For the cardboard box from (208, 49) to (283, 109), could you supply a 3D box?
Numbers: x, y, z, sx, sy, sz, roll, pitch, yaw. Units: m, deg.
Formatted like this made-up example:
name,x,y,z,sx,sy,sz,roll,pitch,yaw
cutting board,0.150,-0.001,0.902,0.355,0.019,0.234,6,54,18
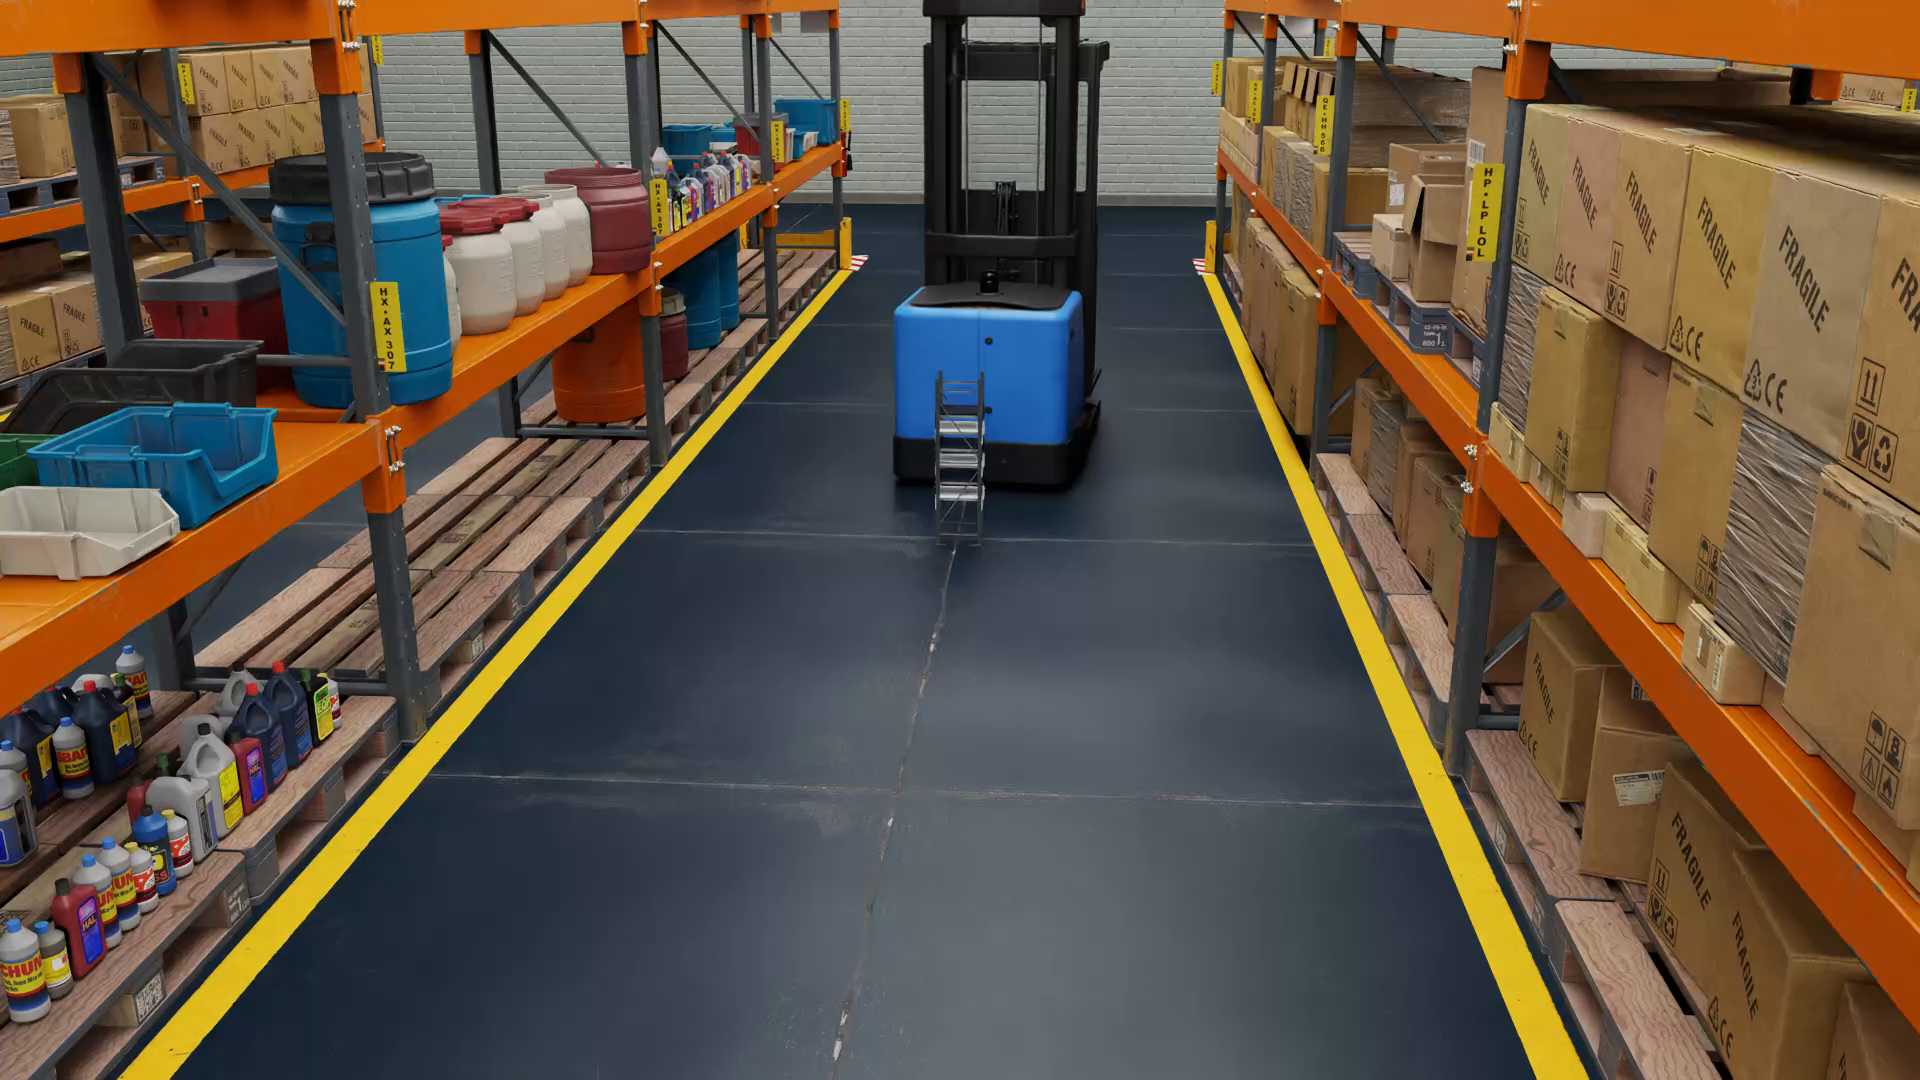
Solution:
name,x,y,z,sx,sy,sz,roll,pitch,yaw
cardboard box,-6.592,-4.232,15.255,0.500,0.500,0.500,1,18,2

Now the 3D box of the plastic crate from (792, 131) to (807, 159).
name,x,y,z,sx,sy,sz,roll,pitch,yaw
plastic crate,-1.645,-3.685,15.526,0.416,0.233,0.300,1,18,4

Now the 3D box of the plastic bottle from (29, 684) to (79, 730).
name,x,y,z,sx,sy,sz,roll,pitch,yaw
plastic bottle,-3.086,0.638,5.706,0.144,0.351,0.185,2,18,5

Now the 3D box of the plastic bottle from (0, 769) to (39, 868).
name,x,y,z,sx,sy,sz,roll,pitch,yaw
plastic bottle,-2.980,0.860,5.149,0.152,0.276,0.135,1,18,4

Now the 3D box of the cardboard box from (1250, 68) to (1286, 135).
name,x,y,z,sx,sy,sz,roll,pitch,yaw
cardboard box,2.666,-3.602,13.658,0.500,0.500,0.500,2,18,5

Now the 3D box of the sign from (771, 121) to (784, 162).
name,x,y,z,sx,sy,sz,roll,pitch,yaw
sign,-1.492,-3.256,13.599,0.100,0.325,0.005,1,18,4

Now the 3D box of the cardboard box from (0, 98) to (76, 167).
name,x,y,z,sx,sy,sz,roll,pitch,yaw
cardboard box,-7.224,-3.139,12.852,0.700,0.500,0.500,4,19,13

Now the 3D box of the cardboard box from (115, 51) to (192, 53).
name,x,y,z,sx,sy,sz,roll,pitch,yaw
cardboard box,-7.169,-4.094,14.834,0.500,0.500,0.500,1,18,3

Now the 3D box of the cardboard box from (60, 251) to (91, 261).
name,x,y,z,sx,sy,sz,roll,pitch,yaw
cardboard box,-7.258,-2.126,13.901,0.500,0.500,0.500,0,18,1

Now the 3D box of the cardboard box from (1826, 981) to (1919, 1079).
name,x,y,z,sx,sy,sz,roll,pitch,yaw
cardboard box,2.110,1.308,3.453,0.500,0.500,0.500,6,19,18

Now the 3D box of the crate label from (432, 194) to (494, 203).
name,x,y,z,sx,sy,sz,roll,pitch,yaw
crate label,-2.668,-1.610,8.961,0.502,0.435,0.616,1,18,4

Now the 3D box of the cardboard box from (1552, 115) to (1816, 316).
name,x,y,z,sx,sy,sz,roll,pitch,yaw
cardboard box,2.006,-0.917,4.661,0.500,0.500,0.500,1,18,4

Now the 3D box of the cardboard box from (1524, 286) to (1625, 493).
name,x,y,z,sx,sy,sz,roll,pitch,yaw
cardboard box,2.161,-0.438,4.806,0.875,0.500,0.500,1,18,4

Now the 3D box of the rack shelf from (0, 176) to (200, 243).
name,x,y,z,sx,sy,sz,roll,pitch,yaw
rack shelf,-7.124,-2.286,12.239,1.077,0.370,4.000,1,18,4

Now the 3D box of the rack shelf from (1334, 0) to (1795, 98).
name,x,y,z,sx,sy,sz,roll,pitch,yaw
rack shelf,2.470,-2.247,7.302,1.077,0.370,4.000,1,18,4

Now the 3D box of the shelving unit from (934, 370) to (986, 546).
name,x,y,z,sx,sy,sz,roll,pitch,yaw
shelving unit,0.001,-0.430,8.791,0.258,0.900,0.210,1,18,4

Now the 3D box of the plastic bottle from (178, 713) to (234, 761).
name,x,y,z,sx,sy,sz,roll,pitch,yaw
plastic bottle,-2.536,0.703,5.629,0.152,0.276,0.135,1,18,4

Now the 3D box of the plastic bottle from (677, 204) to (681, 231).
name,x,y,z,sx,sy,sz,roll,pitch,yaw
plastic bottle,-1.895,-2.149,10.982,0.097,0.201,0.097,0,18,0

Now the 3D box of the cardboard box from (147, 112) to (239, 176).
name,x,y,z,sx,sy,sz,roll,pitch,yaw
cardboard box,-6.672,-3.449,14.471,0.500,0.500,0.500,2,18,5

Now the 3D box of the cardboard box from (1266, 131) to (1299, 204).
name,x,y,z,sx,sy,sz,roll,pitch,yaw
cardboard box,2.582,-2.781,12.433,0.500,0.500,0.500,1,18,4

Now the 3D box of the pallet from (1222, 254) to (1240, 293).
name,x,y,z,sx,sy,sz,roll,pitch,yaw
pallet,3.207,-2.694,16.806,1.003,0.211,1.213,1,18,4

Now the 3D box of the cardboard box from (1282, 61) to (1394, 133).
name,x,y,z,sx,sy,sz,roll,pitch,yaw
cardboard box,2.862,-3.353,12.566,0.797,0.503,0.637,1,18,2

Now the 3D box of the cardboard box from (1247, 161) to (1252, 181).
name,x,y,z,sx,sy,sz,roll,pitch,yaw
cardboard box,2.613,-3.090,13.939,0.380,0.149,0.250,2,18,5

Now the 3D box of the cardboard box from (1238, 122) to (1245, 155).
name,x,y,z,sx,sy,sz,roll,pitch,yaw
cardboard box,2.741,-3.559,14.732,0.500,0.250,0.500,2,18,5

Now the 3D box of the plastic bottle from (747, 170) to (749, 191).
name,x,y,z,sx,sy,sz,roll,pitch,yaw
plastic bottle,-1.727,-2.877,13.205,0.097,0.201,0.097,0,18,0

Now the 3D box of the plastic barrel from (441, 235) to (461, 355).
name,x,y,z,sx,sy,sz,roll,pitch,yaw
plastic barrel,-2.327,-1.010,6.969,0.433,0.535,0.433,0,18,0

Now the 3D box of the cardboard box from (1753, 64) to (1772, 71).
name,x,y,z,sx,sy,sz,roll,pitch,yaw
cardboard box,7.800,-4.501,15.598,0.500,0.500,0.500,2,18,6

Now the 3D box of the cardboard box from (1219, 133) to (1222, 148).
name,x,y,z,sx,sy,sz,roll,pitch,yaw
cardboard box,2.832,-4.047,16.861,0.380,0.149,0.250,1,18,5

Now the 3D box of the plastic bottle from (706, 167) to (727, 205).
name,x,y,z,sx,sy,sz,roll,pitch,yaw
plastic bottle,-1.818,-2.637,12.353,0.152,0.276,0.135,1,18,4

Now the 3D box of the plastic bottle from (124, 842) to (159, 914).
name,x,y,z,sx,sy,sz,roll,pitch,yaw
plastic bottle,-2.421,0.986,4.885,0.097,0.201,0.097,0,18,0

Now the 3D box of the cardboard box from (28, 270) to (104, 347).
name,x,y,z,sx,sy,sz,roll,pitch,yaw
cardboard box,-6.810,-1.802,12.913,0.500,0.500,0.500,2,18,5

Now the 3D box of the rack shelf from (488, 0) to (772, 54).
name,x,y,z,sx,sy,sz,roll,pitch,yaw
rack shelf,-2.184,-3.600,11.431,1.077,0.370,4.000,1,18,4

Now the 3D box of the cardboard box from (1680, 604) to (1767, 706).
name,x,y,z,sx,sy,sz,roll,pitch,yaw
cardboard box,1.857,0.258,3.722,0.380,0.149,0.250,1,18,4

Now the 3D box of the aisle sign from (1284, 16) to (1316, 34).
name,x,y,z,sx,sy,sz,roll,pitch,yaw
aisle sign,3.491,-5.520,16.778,0.394,0.787,0.004,1,18,4

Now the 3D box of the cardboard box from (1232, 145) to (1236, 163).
name,x,y,z,sx,sy,sz,roll,pitch,yaw
cardboard box,2.723,-3.569,15.402,0.380,0.149,0.250,1,18,3

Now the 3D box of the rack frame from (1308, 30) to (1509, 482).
name,x,y,z,sx,sy,sz,roll,pitch,yaw
rack frame,2.613,-1.785,9.553,1.000,3.000,0.127,1,18,4

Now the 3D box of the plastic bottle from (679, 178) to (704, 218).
name,x,y,z,sx,sy,sz,roll,pitch,yaw
plastic bottle,-1.874,-2.394,11.612,0.152,0.276,0.135,1,18,4

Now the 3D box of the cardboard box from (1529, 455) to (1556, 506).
name,x,y,z,sx,sy,sz,roll,pitch,yaw
cardboard box,1.990,-0.207,5.142,0.380,0.149,0.250,1,18,4

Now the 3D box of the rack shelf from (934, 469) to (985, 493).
name,x,y,z,sx,sy,sz,roll,pitch,yaw
rack shelf,0.001,-0.313,8.829,0.258,0.077,0.200,1,18,4

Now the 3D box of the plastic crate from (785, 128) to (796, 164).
name,x,y,z,sx,sy,sz,roll,pitch,yaw
plastic crate,-1.747,-3.580,15.125,0.437,0.282,0.530,1,18,4

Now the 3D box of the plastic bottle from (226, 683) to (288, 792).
name,x,y,z,sx,sy,sz,roll,pitch,yaw
plastic bottle,-2.386,0.663,5.631,0.144,0.351,0.185,0,18,1

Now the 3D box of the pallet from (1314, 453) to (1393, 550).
name,x,y,z,sx,sy,sz,roll,pitch,yaw
pallet,2.556,-0.217,9.246,1.003,0.211,1.213,1,18,4

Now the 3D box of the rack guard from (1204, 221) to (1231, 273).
name,x,y,z,sx,sy,sz,roll,pitch,yaw
rack guard,3.188,-3.089,17.547,1.175,0.500,0.348,1,18,4

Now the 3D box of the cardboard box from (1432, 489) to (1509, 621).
name,x,y,z,sx,sy,sz,roll,pitch,yaw
cardboard box,2.445,0.098,7.113,0.700,0.500,0.500,1,18,4

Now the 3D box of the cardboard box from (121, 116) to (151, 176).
name,x,y,z,sx,sy,sz,roll,pitch,yaw
cardboard box,-7.201,-3.458,14.498,0.500,0.500,0.500,2,18,5

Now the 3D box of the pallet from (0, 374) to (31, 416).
name,x,y,z,sx,sy,sz,roll,pitch,yaw
pallet,-7.176,-0.913,11.370,1.003,0.211,1.213,1,18,4

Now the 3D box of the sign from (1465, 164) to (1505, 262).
name,x,y,z,sx,sy,sz,roll,pitch,yaw
sign,1.773,-1.104,5.615,0.100,0.325,0.005,1,18,4

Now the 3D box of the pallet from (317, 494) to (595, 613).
name,x,y,z,sx,sy,sz,roll,pitch,yaw
pallet,-2.511,0.047,8.439,1.003,0.211,1.213,1,18,4

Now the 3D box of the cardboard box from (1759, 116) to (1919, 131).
name,x,y,z,sx,sy,sz,roll,pitch,yaw
cardboard box,2.534,-0.905,4.624,0.500,0.500,0.500,1,18,4

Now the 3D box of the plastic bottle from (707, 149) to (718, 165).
name,x,y,z,sx,sy,sz,roll,pitch,yaw
plastic bottle,-1.924,-2.825,12.805,0.144,0.351,0.185,1,18,4

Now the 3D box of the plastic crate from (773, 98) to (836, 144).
name,x,y,z,sx,sy,sz,roll,pitch,yaw
plastic crate,-1.591,-4.317,17.128,0.616,0.435,0.499,1,18,4

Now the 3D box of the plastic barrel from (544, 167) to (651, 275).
name,x,y,z,sx,sy,sz,roll,pitch,yaw
plastic barrel,-2.058,-1.809,9.408,0.600,0.536,0.708,1,18,4

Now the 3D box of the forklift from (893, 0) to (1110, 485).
name,x,y,z,sx,sy,sz,roll,pitch,yaw
forklift,0.358,-2.134,10.727,1.130,2.935,3.031,3,18,9

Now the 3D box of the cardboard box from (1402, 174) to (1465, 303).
name,x,y,z,sx,sy,sz,roll,pitch,yaw
cardboard box,2.358,-1.332,7.329,0.797,0.503,0.637,3,18,10

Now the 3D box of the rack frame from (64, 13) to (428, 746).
name,x,y,z,sx,sy,sz,roll,pitch,yaw
rack frame,-2.614,-0.653,6.099,1.000,3.000,0.127,1,18,4

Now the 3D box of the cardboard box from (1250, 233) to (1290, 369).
name,x,y,z,sx,sy,sz,roll,pitch,yaw
cardboard box,2.811,-1.740,12.154,1.225,0.875,0.875,1,18,2
